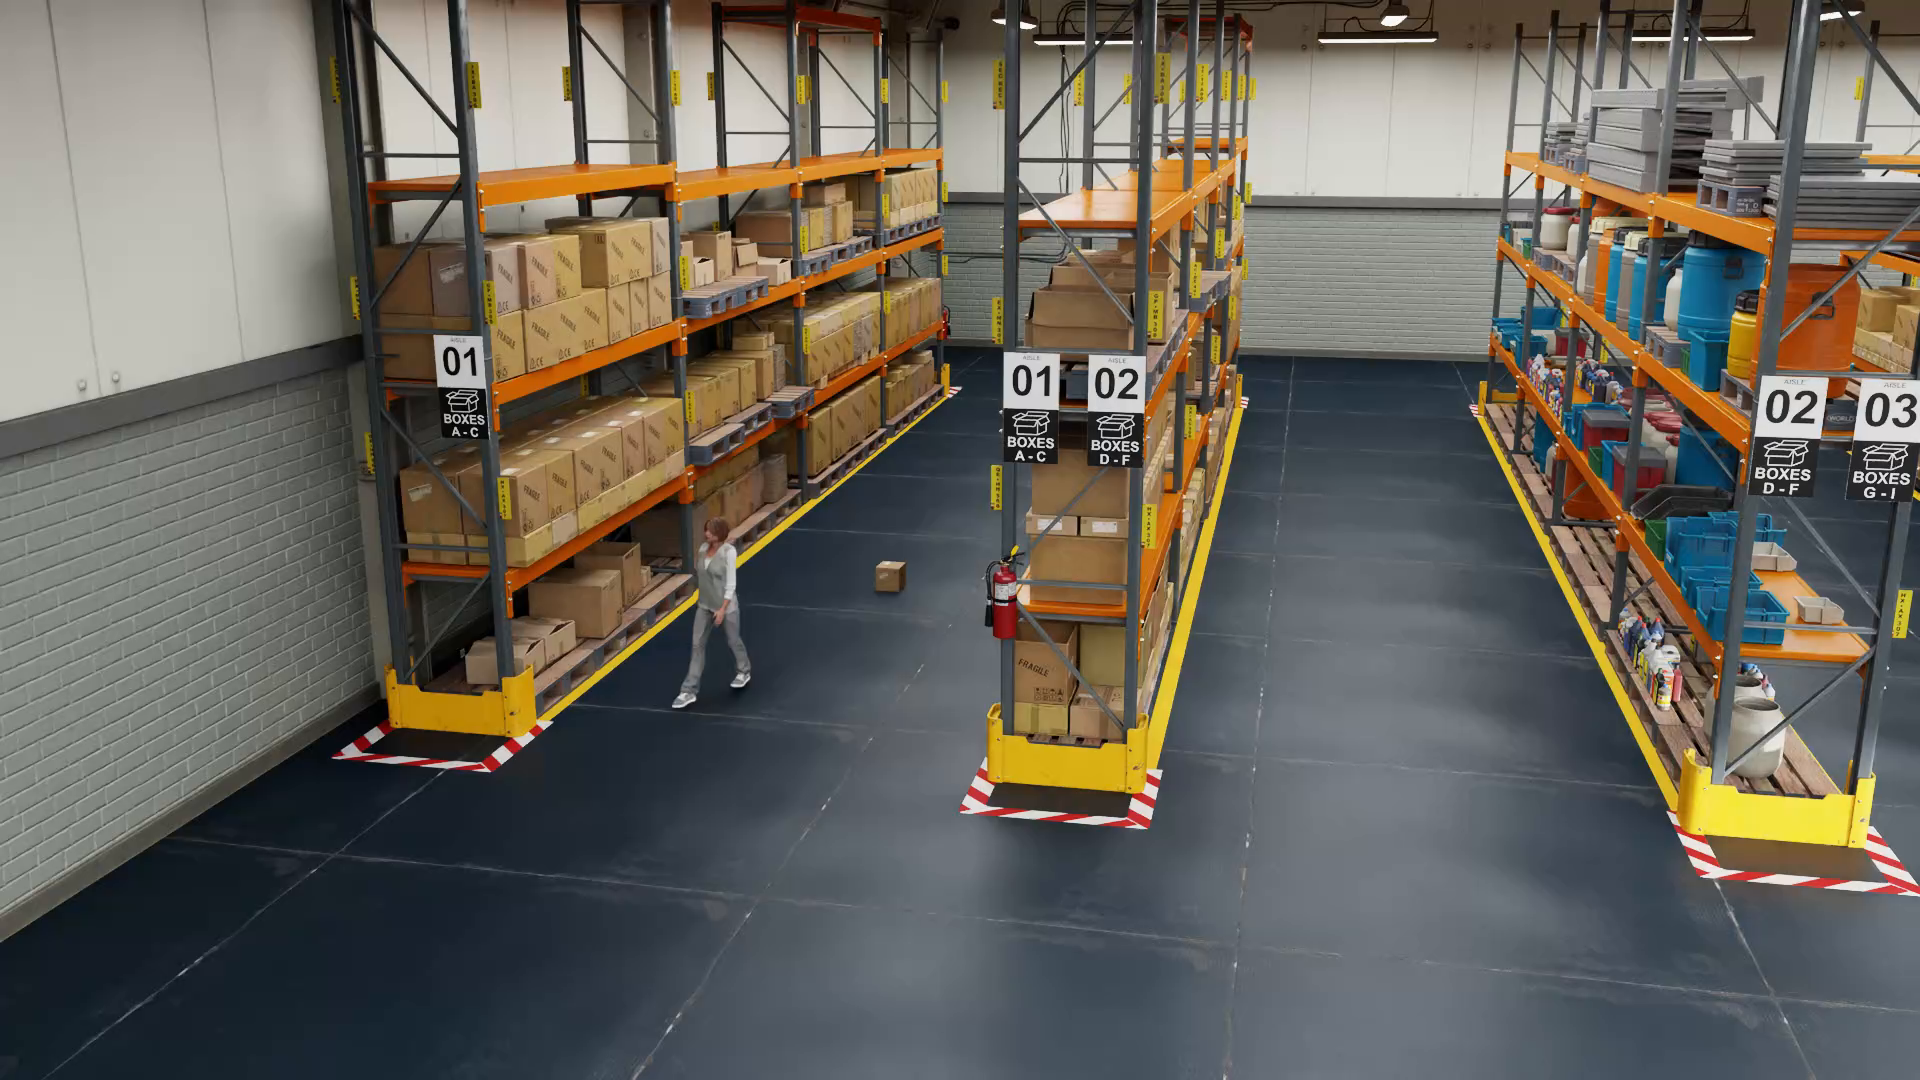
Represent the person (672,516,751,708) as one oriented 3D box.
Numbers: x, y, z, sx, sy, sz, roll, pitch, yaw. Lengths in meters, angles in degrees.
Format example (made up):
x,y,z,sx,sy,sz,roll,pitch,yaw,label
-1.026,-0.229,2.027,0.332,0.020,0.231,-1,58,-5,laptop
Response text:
x,y,z,sx,sy,sz,roll,pitch,yaw,label
-2.048,0.571,13.839,0.417,1.543,0.937,7,17,25,person
